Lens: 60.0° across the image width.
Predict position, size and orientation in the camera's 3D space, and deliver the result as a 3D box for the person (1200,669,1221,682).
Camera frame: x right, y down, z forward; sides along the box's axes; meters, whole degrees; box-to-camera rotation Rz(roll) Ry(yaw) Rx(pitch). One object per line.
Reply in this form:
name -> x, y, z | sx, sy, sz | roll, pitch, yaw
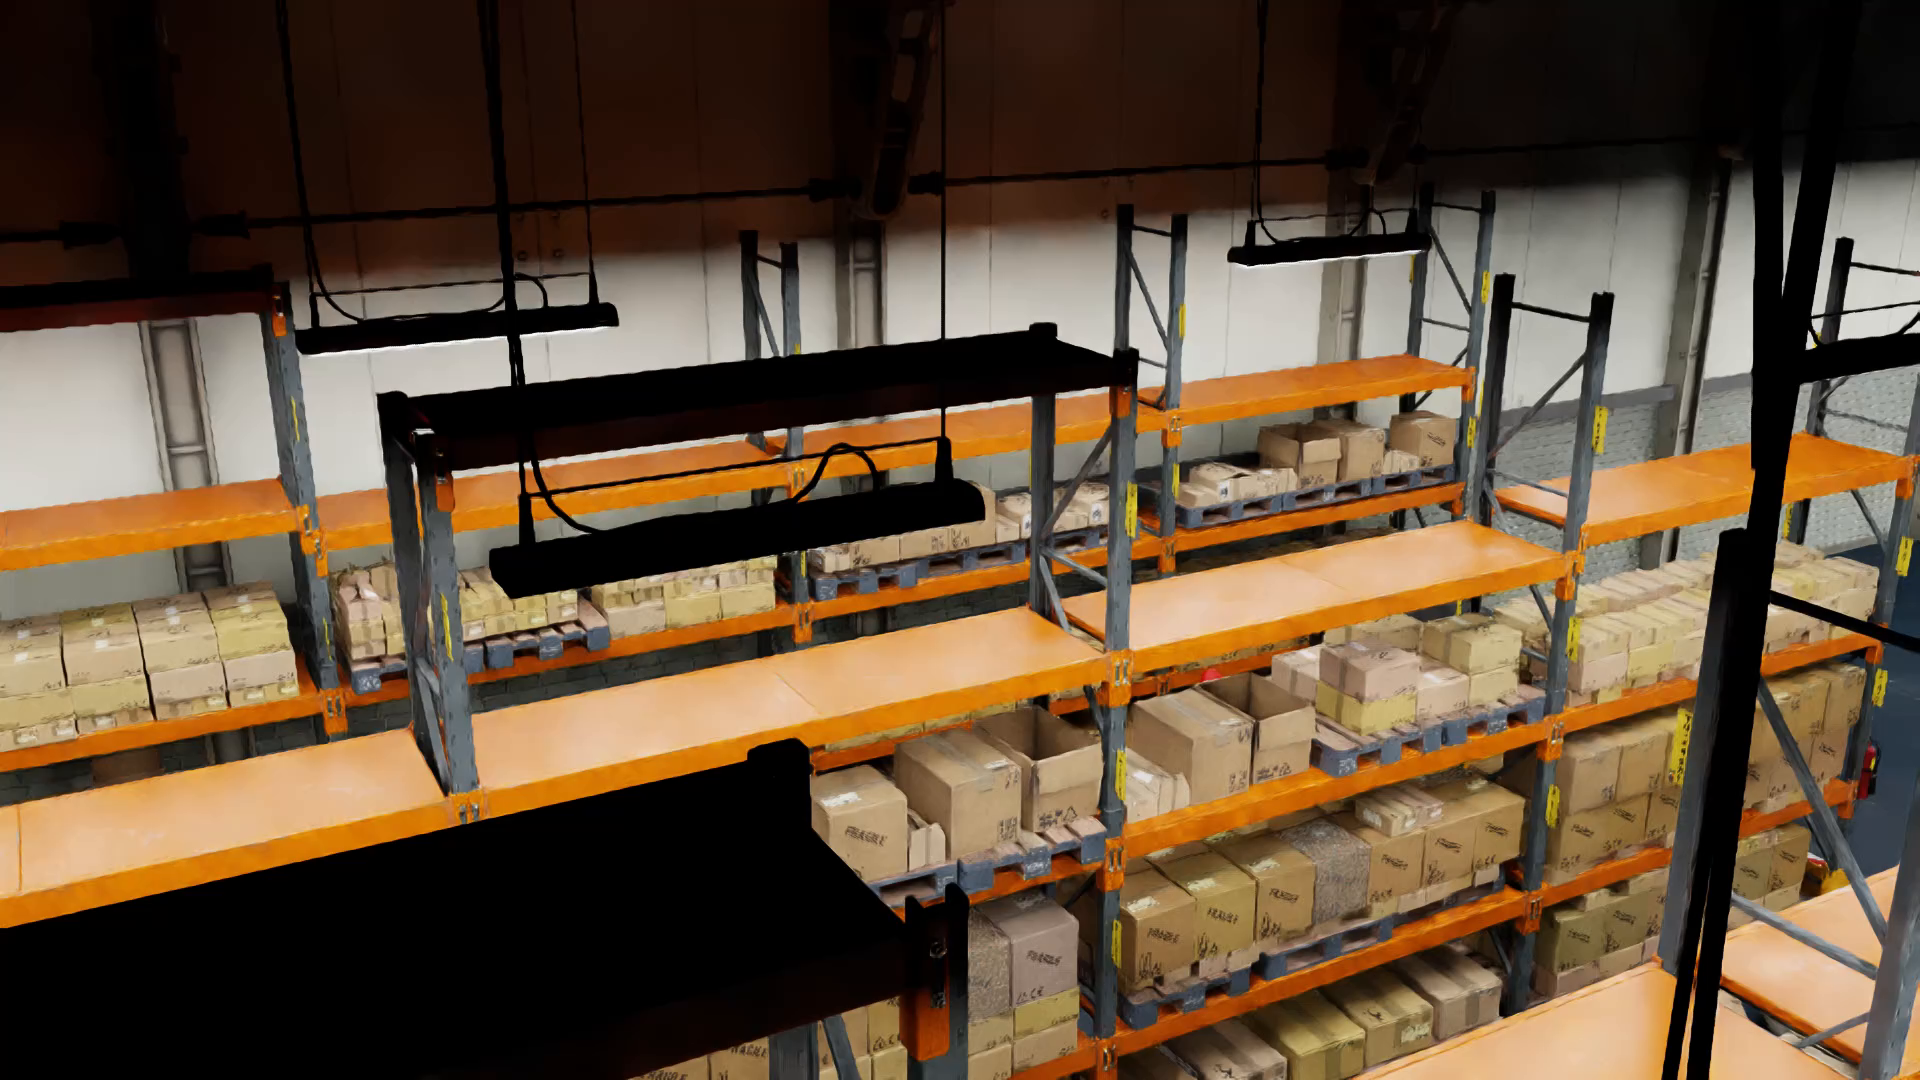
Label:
person -> 2.410, 2.102, 16.226 | 0.652, 1.785, 0.577 | -1, 18, -4
